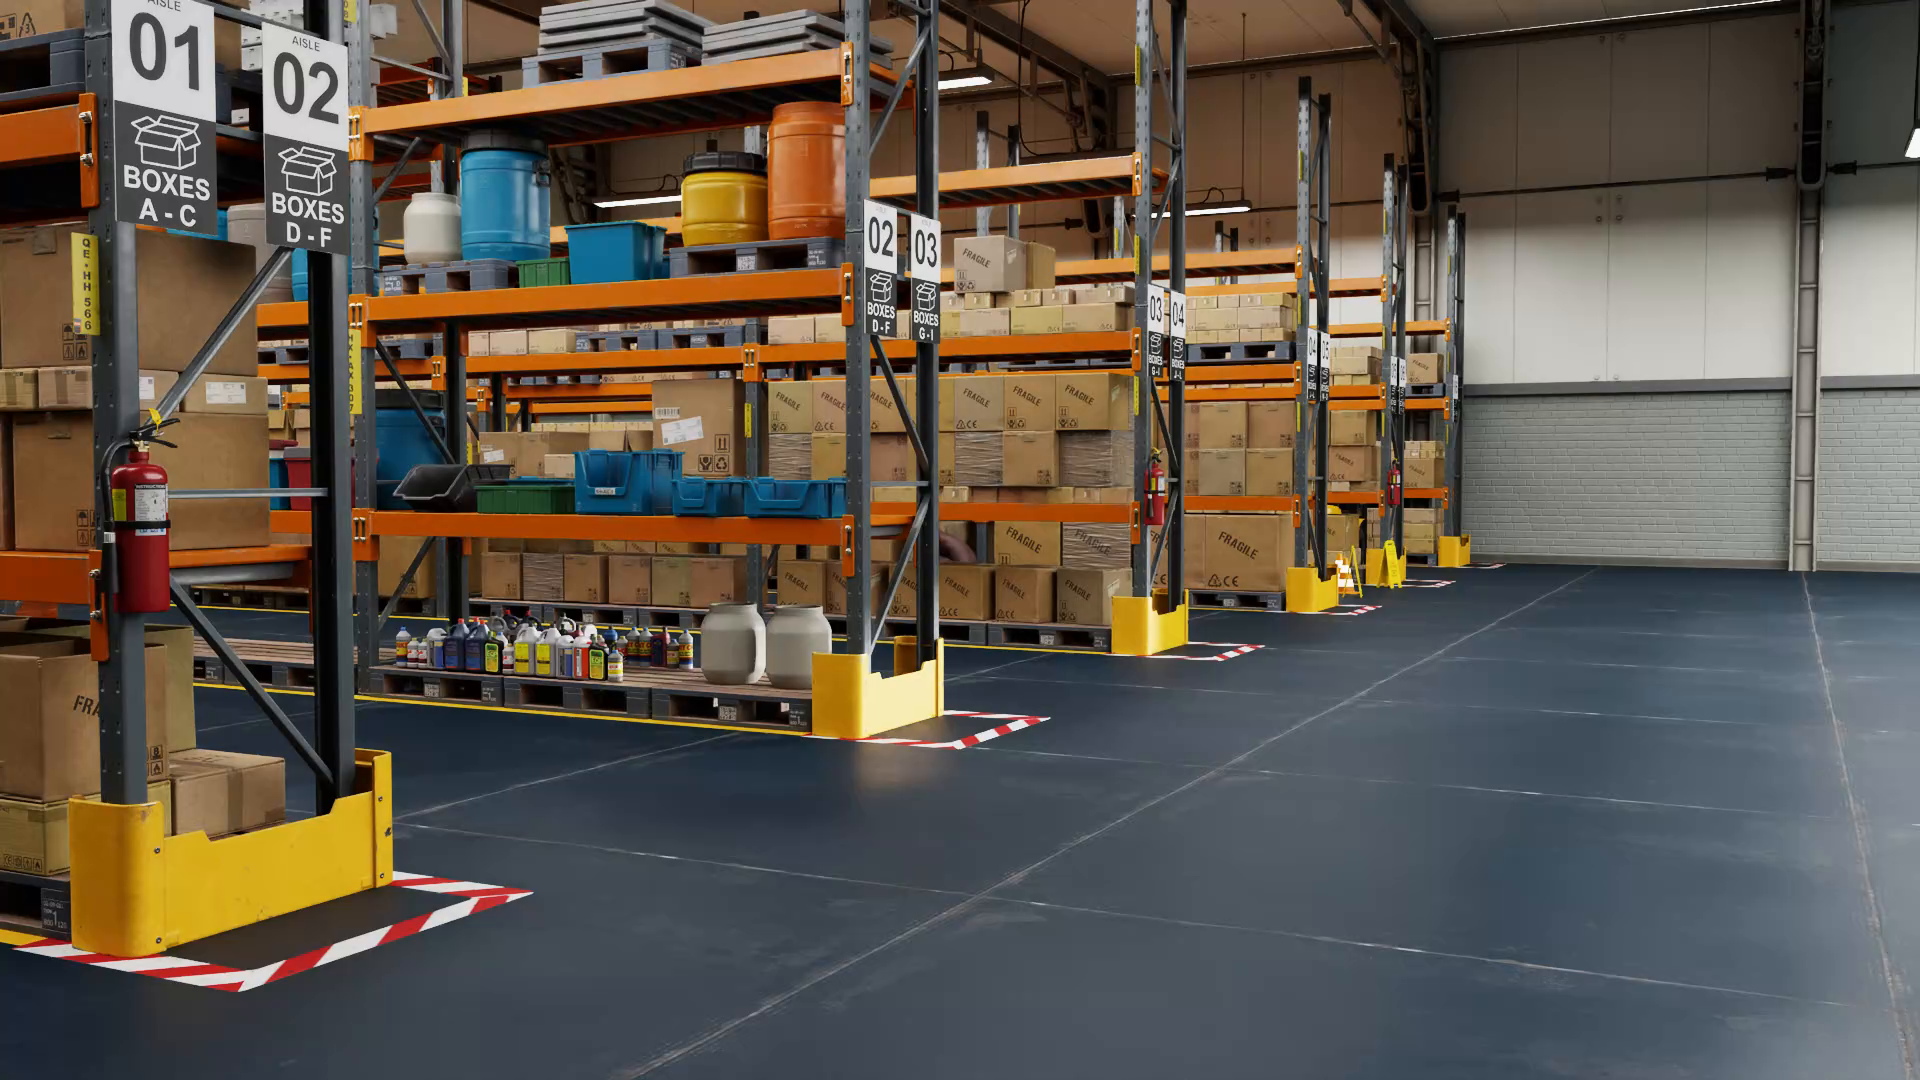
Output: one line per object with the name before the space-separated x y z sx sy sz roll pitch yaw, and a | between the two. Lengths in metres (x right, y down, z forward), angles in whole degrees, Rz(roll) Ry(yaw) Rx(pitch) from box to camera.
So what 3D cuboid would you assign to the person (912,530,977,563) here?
person | -0.247 0.294 19.263 0.900 1.002 0.610 1 3 26
